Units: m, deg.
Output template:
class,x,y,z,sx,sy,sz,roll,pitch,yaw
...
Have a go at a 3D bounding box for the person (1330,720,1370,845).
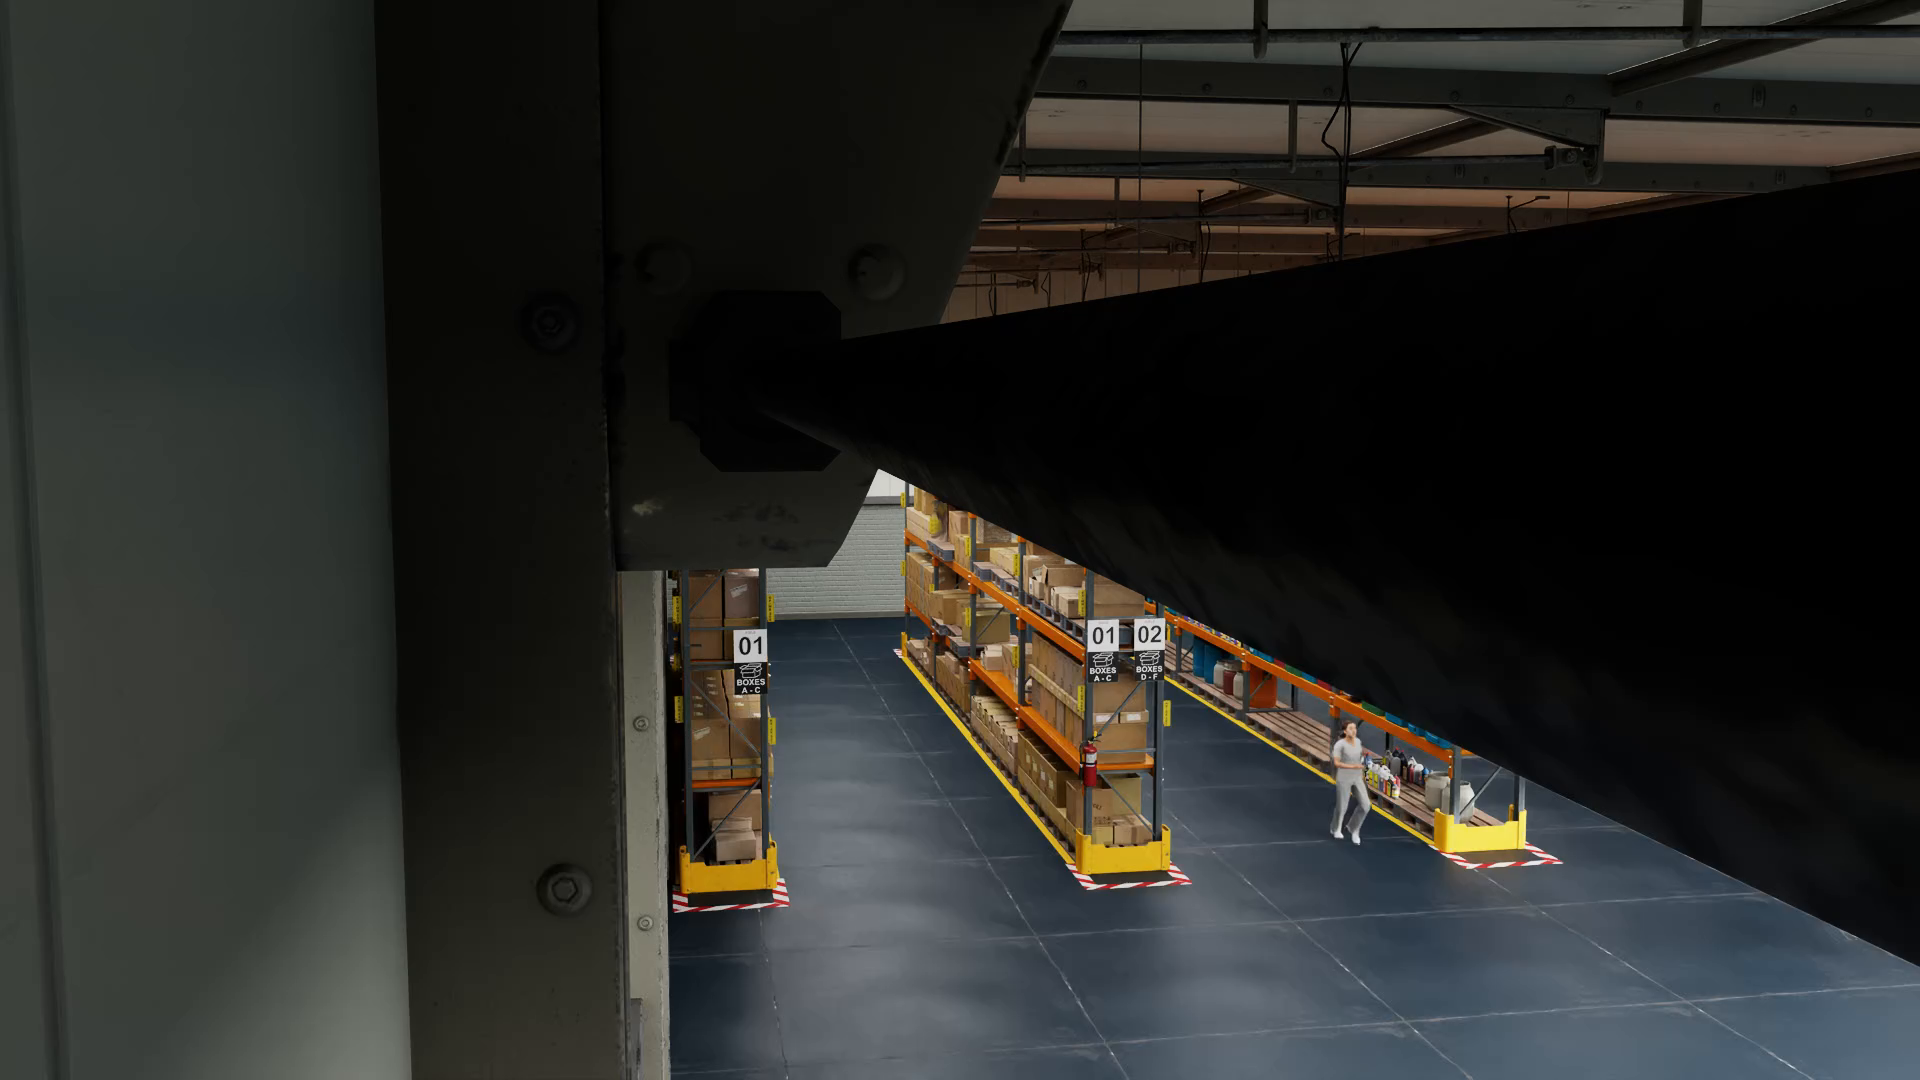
class,x,y,z,sx,sy,sz,roll,pitch,yaw
person,5.180,3.216,22.114,0.548,1.683,0.669,-2,6,-19
